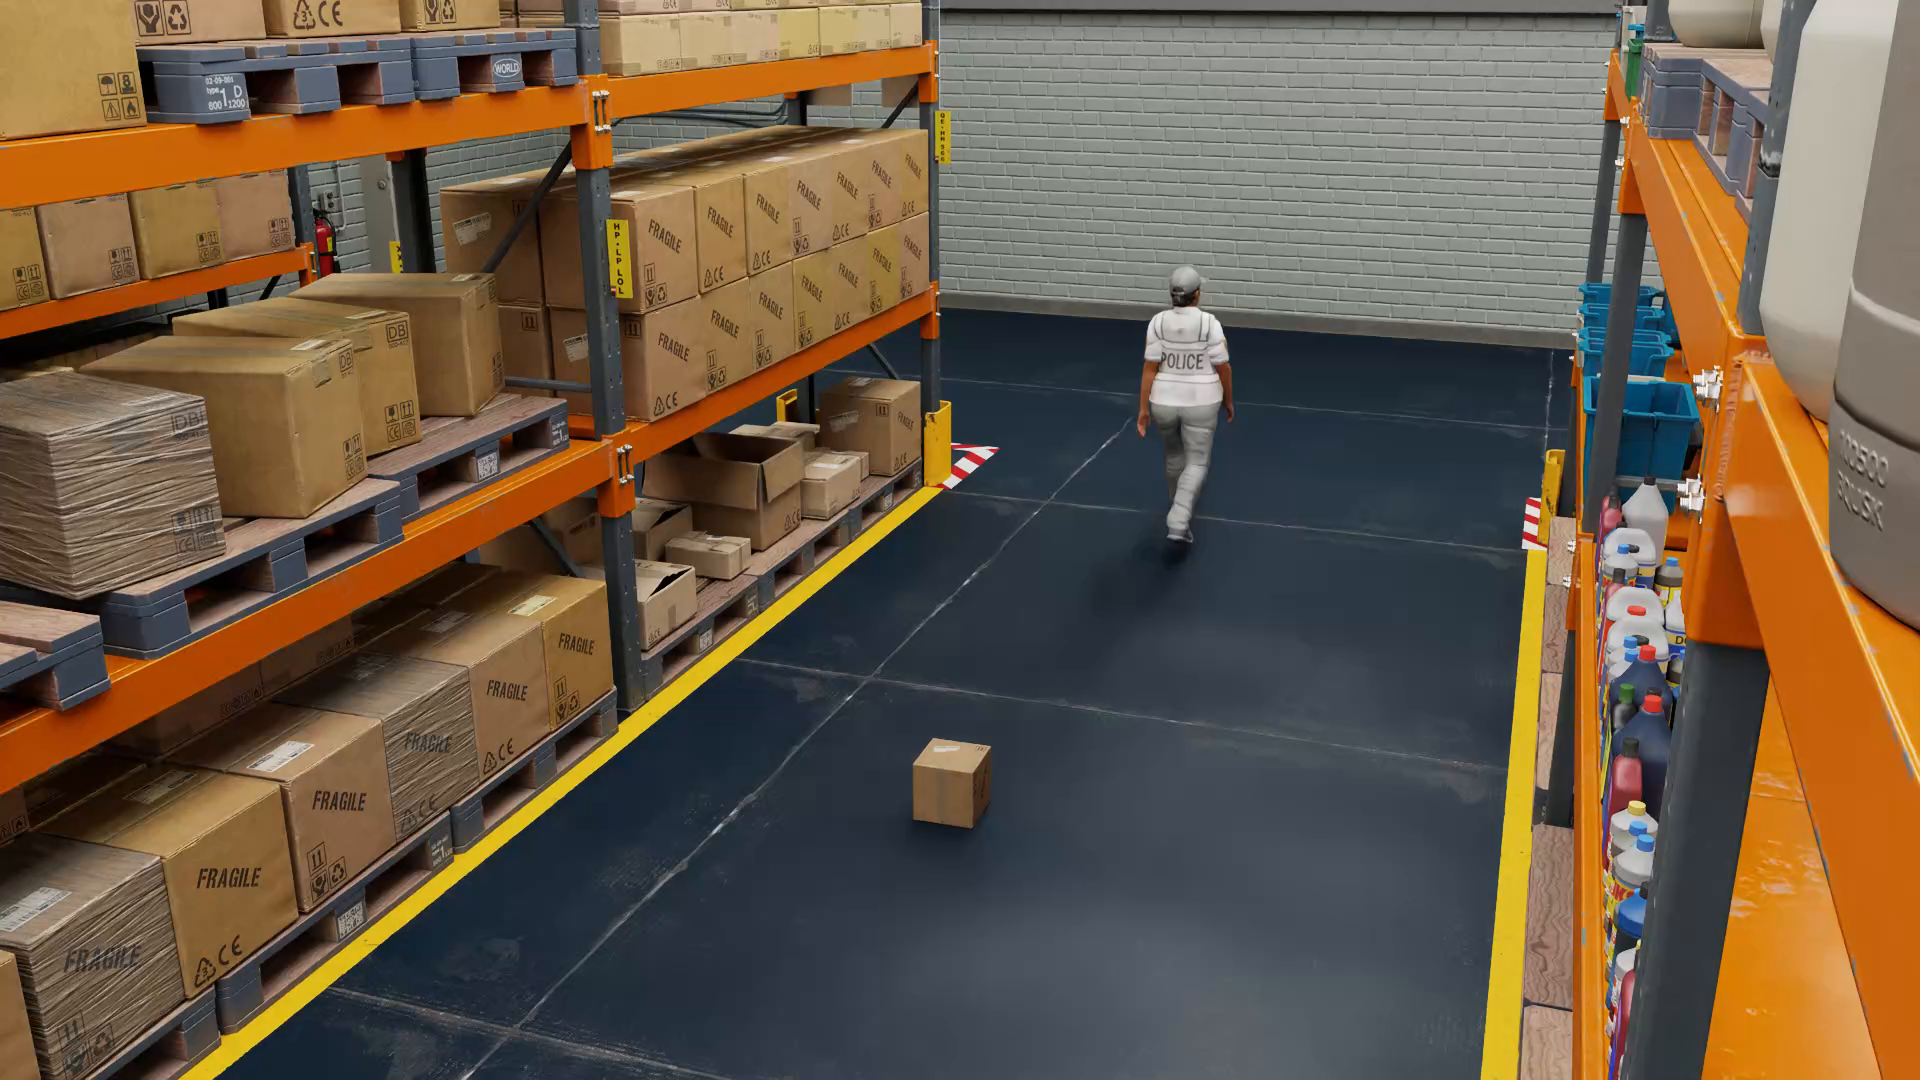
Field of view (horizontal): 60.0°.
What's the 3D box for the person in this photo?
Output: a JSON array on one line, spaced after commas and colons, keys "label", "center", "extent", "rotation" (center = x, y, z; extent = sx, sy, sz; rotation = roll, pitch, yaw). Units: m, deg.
[{"label": "person", "center": [1.341, -0.807, 9.780], "extent": [0.497, 1.611, 1.010], "rotation": [9, 21, 25]}]
